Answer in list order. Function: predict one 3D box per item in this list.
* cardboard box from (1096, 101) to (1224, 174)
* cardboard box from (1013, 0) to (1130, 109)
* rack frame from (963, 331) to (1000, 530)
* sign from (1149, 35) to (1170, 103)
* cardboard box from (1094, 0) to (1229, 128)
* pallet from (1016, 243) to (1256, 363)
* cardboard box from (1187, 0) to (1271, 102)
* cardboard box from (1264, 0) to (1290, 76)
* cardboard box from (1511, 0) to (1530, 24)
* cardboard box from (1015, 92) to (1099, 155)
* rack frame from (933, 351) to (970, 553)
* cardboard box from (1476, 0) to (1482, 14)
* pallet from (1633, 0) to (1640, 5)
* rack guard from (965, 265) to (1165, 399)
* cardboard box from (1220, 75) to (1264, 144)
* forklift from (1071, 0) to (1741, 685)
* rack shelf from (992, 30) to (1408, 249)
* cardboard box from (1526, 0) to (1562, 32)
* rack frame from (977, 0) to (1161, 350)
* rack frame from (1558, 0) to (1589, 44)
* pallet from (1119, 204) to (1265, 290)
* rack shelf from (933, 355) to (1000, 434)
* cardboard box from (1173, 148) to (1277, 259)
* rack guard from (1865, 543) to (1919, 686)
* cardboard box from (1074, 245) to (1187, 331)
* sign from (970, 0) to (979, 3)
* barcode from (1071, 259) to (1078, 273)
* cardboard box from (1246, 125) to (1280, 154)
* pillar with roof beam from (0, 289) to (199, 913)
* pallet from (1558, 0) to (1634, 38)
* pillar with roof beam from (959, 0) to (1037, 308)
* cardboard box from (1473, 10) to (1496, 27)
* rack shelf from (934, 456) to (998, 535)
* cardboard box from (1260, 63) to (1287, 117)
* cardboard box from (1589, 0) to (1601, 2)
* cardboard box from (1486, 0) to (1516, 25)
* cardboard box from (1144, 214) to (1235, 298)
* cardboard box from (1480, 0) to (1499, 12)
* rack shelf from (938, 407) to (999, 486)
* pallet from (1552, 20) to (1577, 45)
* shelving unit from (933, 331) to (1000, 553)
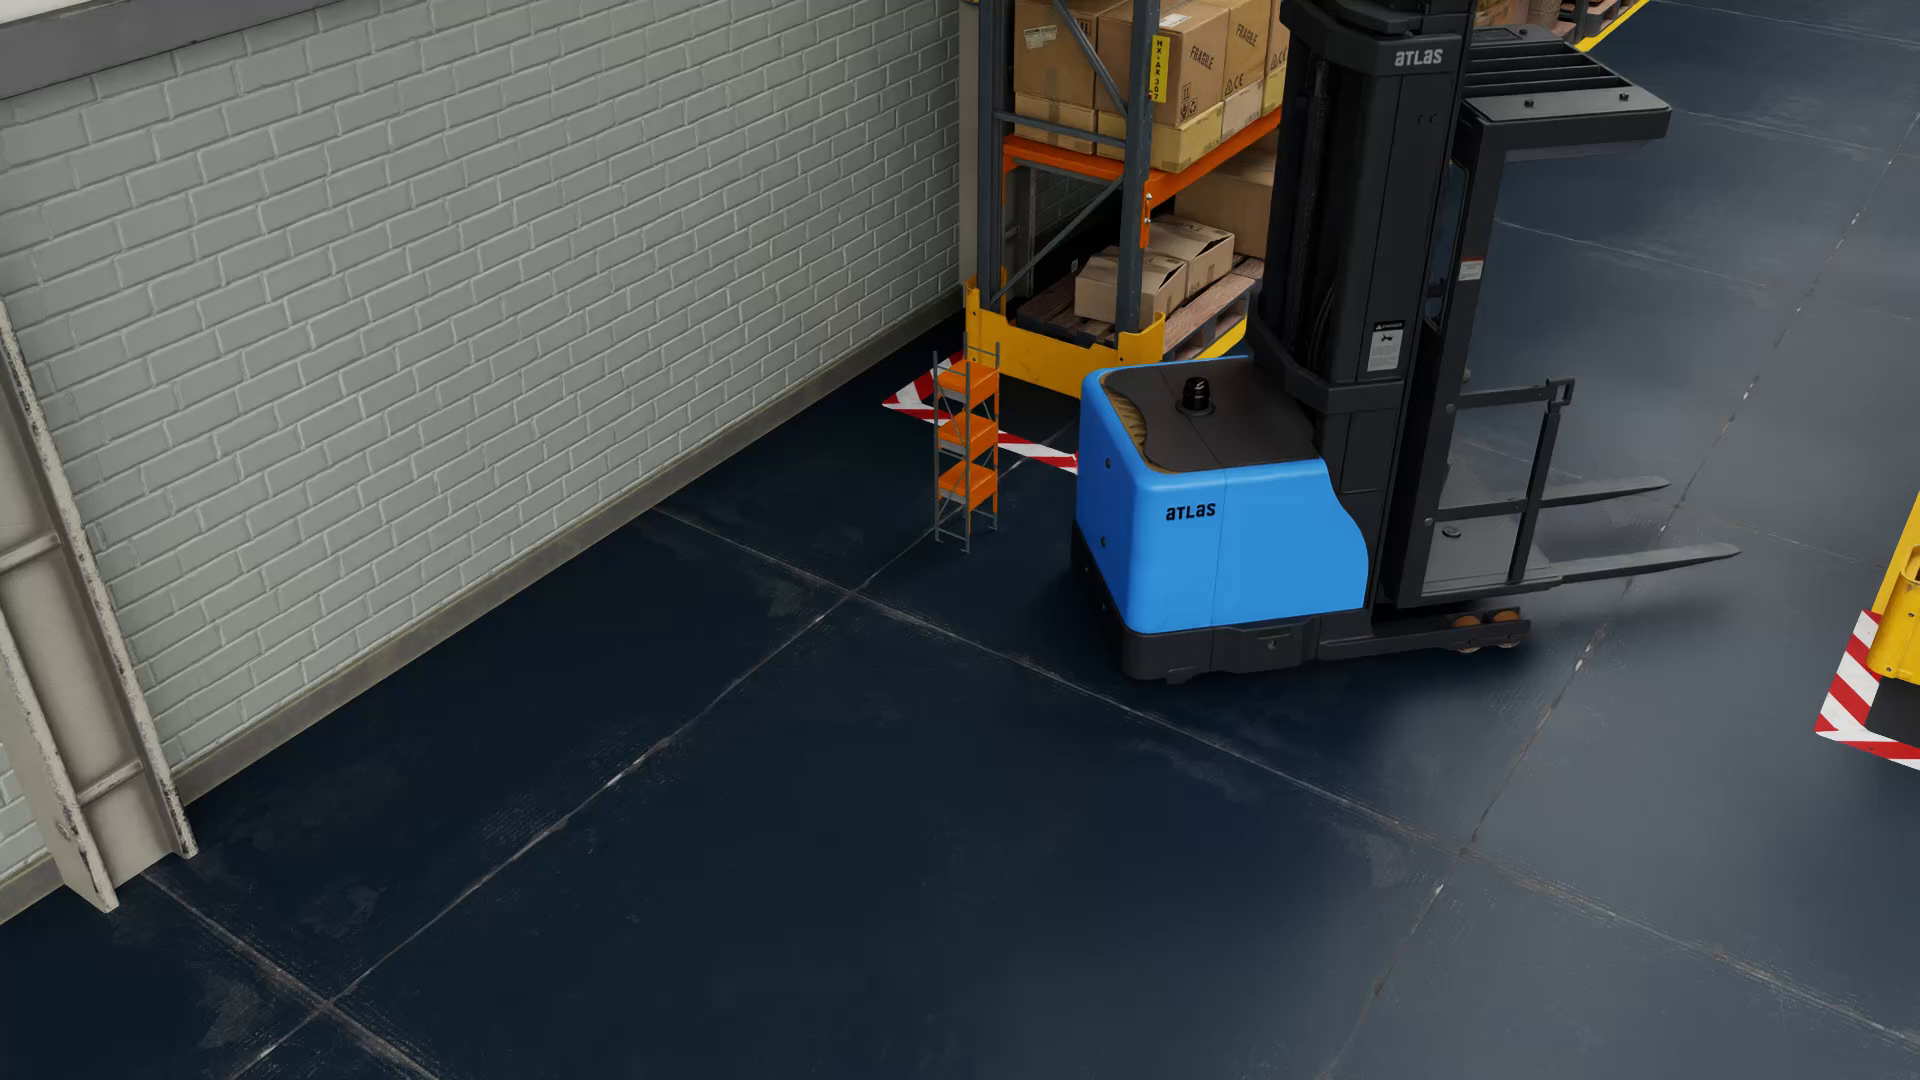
[{"bbox_3d":[1.079,-2.223,8.976,0.500,0.250,0.500,20,39,27],"label":"cardboard box"},{"bbox_3d":[0.634,-2.696,9.005,0.500,0.500,0.500,21,39,28],"label":"cardboard box"},{"bbox_3d":[0.100,-0.516,8.075,0.200,1.050,0.008,21,39,28],"label":"rack frame"},{"bbox_3d":[0.986,-2.339,8.259,0.100,0.325,0.005,21,39,28],"label":"sign"},{"bbox_3d":[1.059,-2.534,8.767,0.500,0.500,0.500,21,39,28],"label":"cardboard box"},{"bbox_3d":[1.076,-1.396,10.126,1.003,0.211,1.213,21,39,28],"label":"pallet"},{"bbox_3d":[1.349,-2.759,9.098,0.500,0.500,0.500,21,40,28],"label":"cardboard box"},{"bbox_3d":[1.649,-2.994,9.447,0.500,0.500,0.500,20,39,27],"label":"cardboard box"},{"bbox_3d":[4.345,-4.434,13.968,0.700,0.500,0.500,21,39,28],"label":"cardboard box"},{"bbox_3d":[0.647,-2.377,9.204,0.500,0.250,0.500,22,40,29],"label":"cardboard box"},{"bbox_3d":[-0.039,-0.403,7.909,0.200,1.050,0.008,21,39,28],"label":"rack frame"},{"bbox_3d":[3.769,-4.241,13.012,0.500,0.250,0.500,20,39,27],"label":"cardboard box"},{"bbox_3d":[6.309,-5.578,16.310,1.003,0.211,1.213,21,39,28],"label":"pallet"},{"bbox_3d":[0.583,-1.153,9.509,1.175,0.500,0.348,21,39,28],"label":"rack guard"},{"bbox_3d":[1.364,-2.467,9.336,0.500,0.250,0.500,20,39,27],"label":"cardboard box"},{"bbox_3d":[2.101,-0.990,7.097,3.031,2.935,1.130,-6,35,-9],"label":"forklift"},{"bbox_3d":[1.681,-2.776,10.320,1.077,0.370,4.000,21,39,28],"label":"rack shelf"},{"bbox_3d":[4.734,-4.634,14.264,0.700,0.500,0.500,22,40,29],"label":"cardboard box"},{"bbox_3d":[0.540,-2.154,8.757,1.000,3.000,0.127,21,39,28],"label":"rack frame"},{"bbox_3d":[5.102,-5.836,14.202,1.000,3.000,0.127,21,39,28],"label":"rack frame"},{"bbox_3d":[1.772,-1.955,10.953,1.003,0.211,1.213,21,39,28],"label":"pallet"},{"bbox_3d":[0.031,-0.686,7.839,0.215,0.259,0.240,21,39,28],"label":"rack shelf"},{"bbox_3d":[1.793,-2.174,10.626,0.700,0.500,0.500,19,38,25],"label":"cardboard box"},{"bbox_3d":[4.598,0.473,7.104,1.175,0.500,0.348,21,39,28],"label":"rack guard"},{"bbox_3d":[1.009,-1.512,9.816,0.500,0.311,0.500,17,37,23],"label":"cardboard box"},{"bbox_3d":[0.096,-2.951,8.620,0.100,0.325,0.005,21,39,28],"label":"sign"},{"bbox_3d":[0.690,-1.652,10.014,0.001,0.075,0.075,21,39,28],"label":"barcode"},{"bbox_3d":[2.262,-2.651,11.331,0.500,0.500,0.500,18,38,25],"label":"cardboard box"},{"bbox_3d":[0.344,-1.101,1.845,9.100,9.000,0.400,21,39,28],"label":"pillar with roof beam"},{"bbox_3d":[5.613,-5.019,15.484,1.003,0.211,1.213,21,39,28],"label":"pallet"},{"bbox_3d":[3.765,-3.862,5.928,9.100,9.000,0.400,21,39,28],"label":"pillar with roof beam"},{"bbox_3d":[3.804,-3.961,13.269,0.700,0.500,0.500,22,40,29],"label":"cardboard box"},{"bbox_3d":[0.031,-0.221,8.154,0.215,0.259,0.240,21,39,28],"label":"rack shelf"},{"bbox_3d":[1.659,-2.699,9.680,0.500,0.250,0.500,21,39,27],"label":"cardboard box"},{"bbox_3d":[5.629,-5.416,15.125,0.750,0.750,0.750,21,39,28],"label":"cardboard box"},{"bbox_3d":[4.085,-4.197,13.617,0.700,0.500,0.500,21,39,28],"label":"cardboard box"},{"bbox_3d":[1.334,-1.774,10.204,0.500,0.311,0.500,25,41,32],"label":"cardboard box"},{"bbox_3d":[4.068,-4.464,13.343,0.500,0.250,0.500,21,39,28],"label":"cardboard box"},{"bbox_3d":[0.031,-0.451,7.998,0.215,0.259,0.240,21,39,28],"label":"rack shelf"},{"bbox_3d":[4.655,-4.321,14.452,1.003,0.211,1.213,21,39,28],"label":"pallet"},{"bbox_3d":[0.031,-0.460,7.992,0.215,1.050,0.252,21,39,28],"label":"shelving unit"}]
